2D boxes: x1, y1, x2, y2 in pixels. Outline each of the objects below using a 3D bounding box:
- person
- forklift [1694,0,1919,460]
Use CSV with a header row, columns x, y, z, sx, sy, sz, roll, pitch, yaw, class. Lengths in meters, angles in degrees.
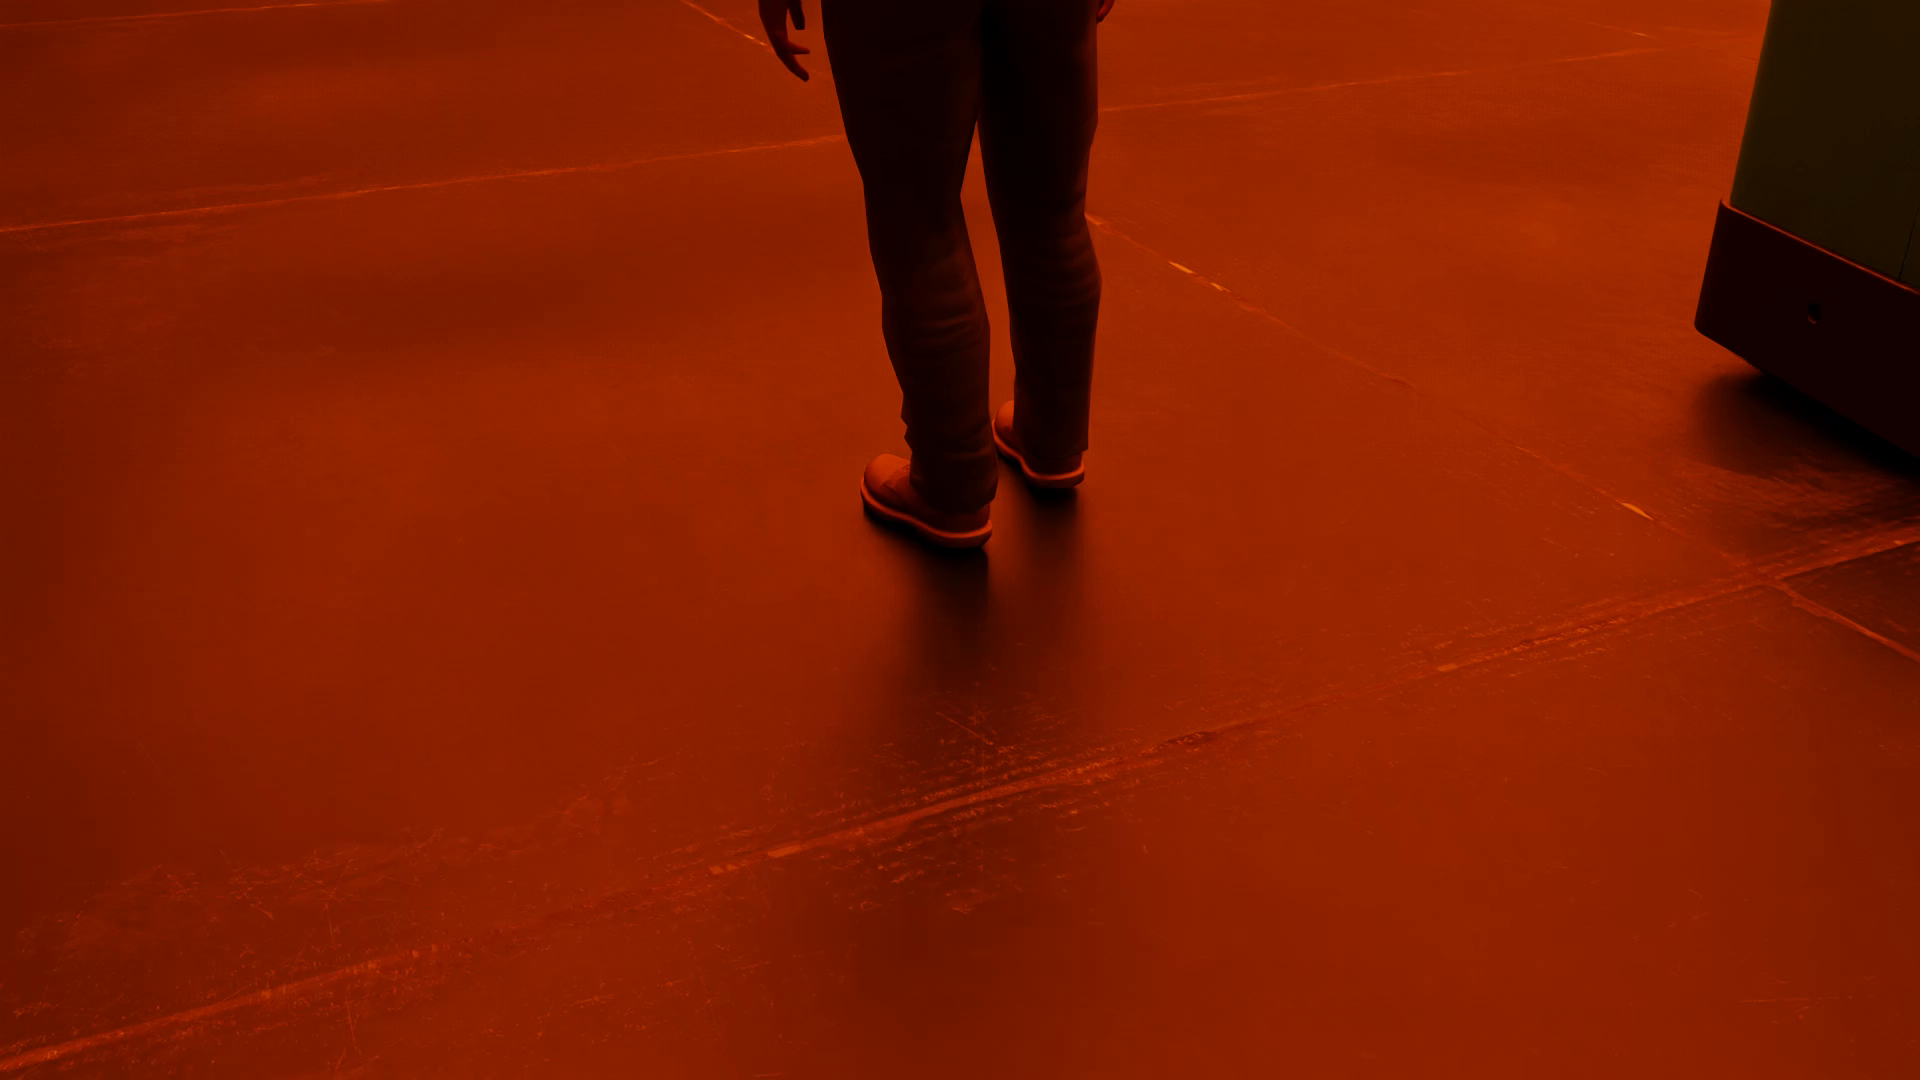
x,y,z,sx,sy,sz,roll,pitch,yaw,class
-0.019,-0.783,2.197,0.569,1.656,0.503,-12,29,-22,person
2.945,-1.569,2.348,3.031,2.935,1.130,-5,28,-10,forklift
